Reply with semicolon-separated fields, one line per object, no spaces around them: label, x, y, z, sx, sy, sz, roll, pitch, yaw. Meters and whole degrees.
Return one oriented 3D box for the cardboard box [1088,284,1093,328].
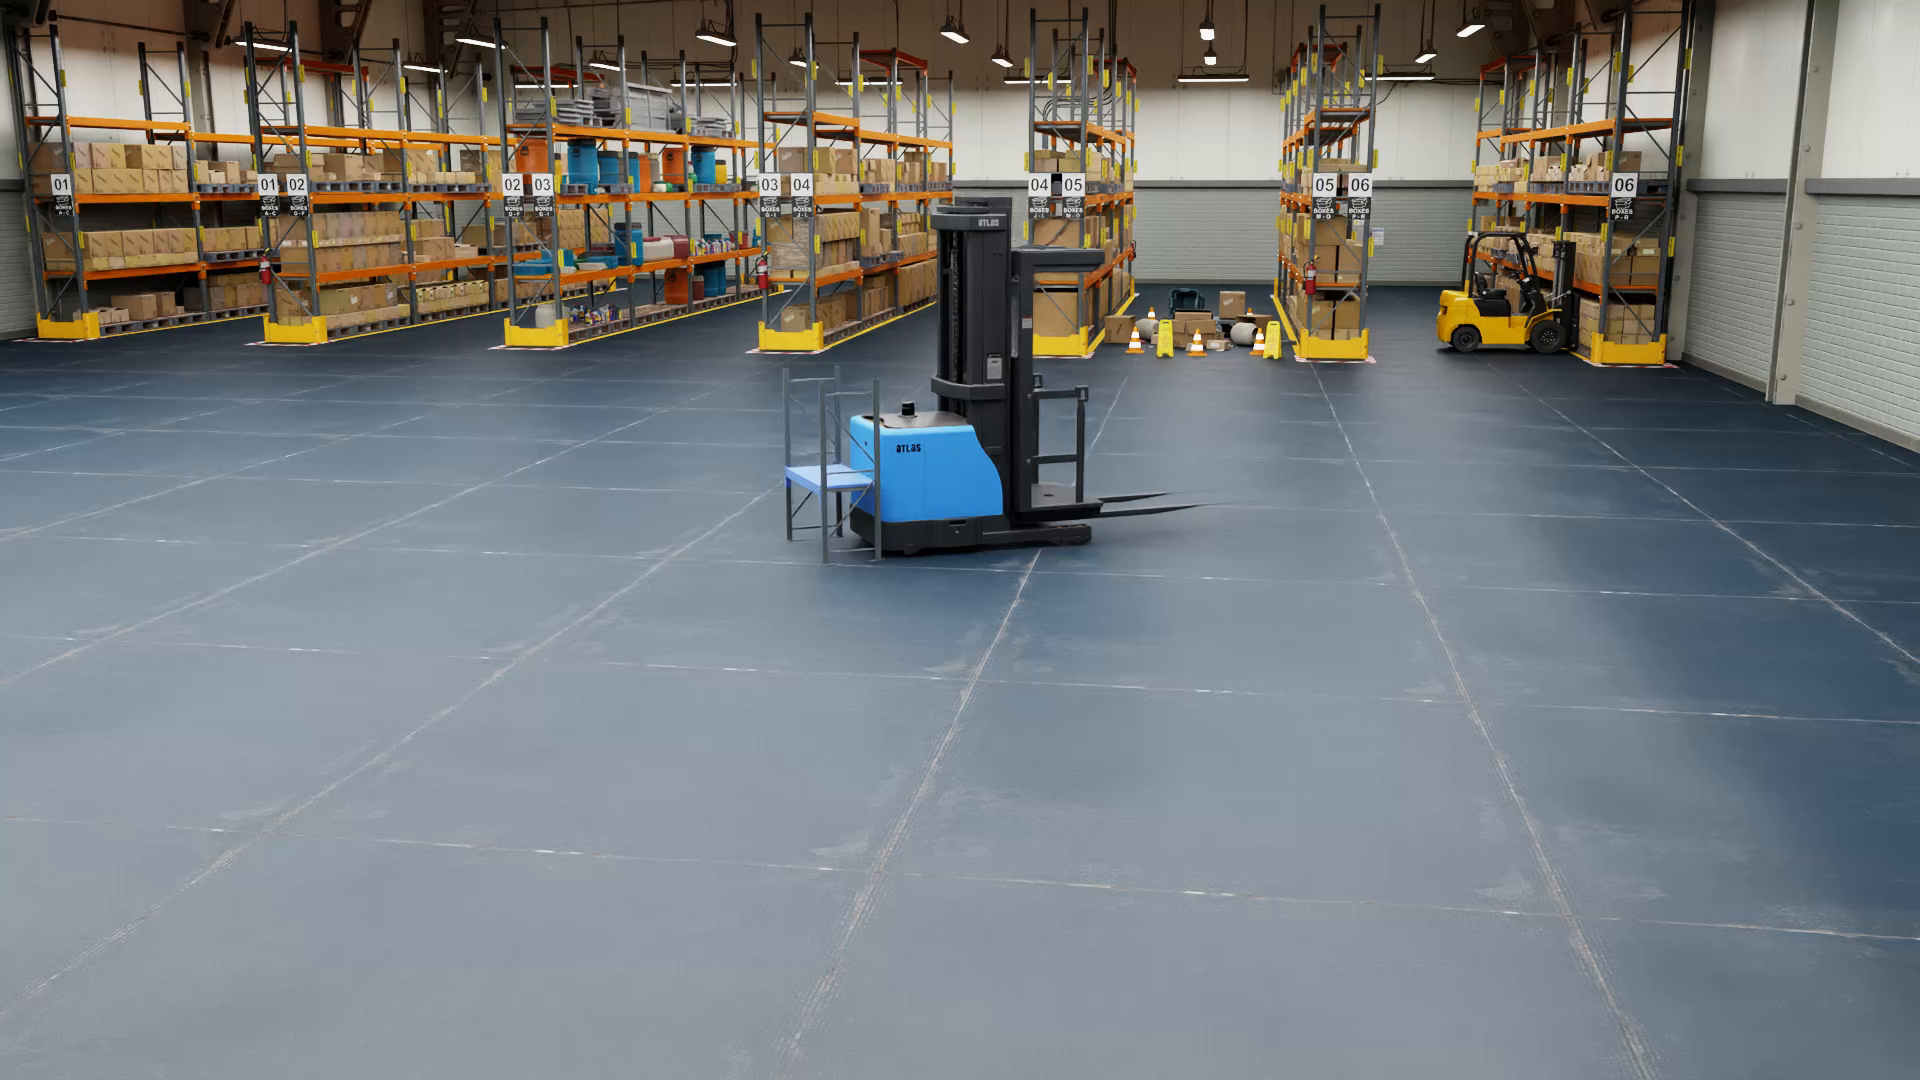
cardboard box;2.171;-4.712;33.284;0.875;0.875;0.875;2;12;10

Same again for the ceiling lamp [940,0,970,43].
ceiling lamp;0.154;-11.524;32.753;0.800;3.185;2.000;2;12;9

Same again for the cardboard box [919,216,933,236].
cardboard box;-0.992;-8.051;42.601;0.500;0.500;0.500;2;12;9

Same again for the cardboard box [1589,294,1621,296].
cardboard box;12.201;-4.510;31.456;0.500;0.250;0.500;2;12;8

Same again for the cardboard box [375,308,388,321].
cardboard box;-12.341;-4.727;34.835;0.500;0.250;0.500;2;12;9

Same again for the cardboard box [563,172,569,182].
cardboard box;-10.711;-9.677;44.327;0.500;0.250;0.500;2;12;9

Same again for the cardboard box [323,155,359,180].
cardboard box;-12.426;-7.470;33.351;0.500;0.500;0.500;2;12;9

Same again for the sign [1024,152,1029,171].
sign;1.188;-6.722;29.531;0.100;0.325;0.005;2;12;9

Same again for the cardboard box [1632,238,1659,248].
cardboard box;11.796;-5.116;28.630;0.380;0.149;0.250;2;12;8

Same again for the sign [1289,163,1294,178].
sign;7.312;-8.145;36.631;0.100;0.325;0.005;2;12;9

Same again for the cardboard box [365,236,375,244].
cardboard box;-12.363;-6.215;34.437;0.380;0.149;0.250;2;12;10

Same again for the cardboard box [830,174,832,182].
cardboard box;-2.659;-6.930;31.821;0.380;0.149;0.250;1;12;6

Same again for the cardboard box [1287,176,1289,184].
cardboard box;7.934;-8.505;39.276;0.380;0.166;0.250;1;12;5

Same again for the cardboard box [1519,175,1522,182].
cardboard box;12.804;-8.144;37.451;0.380;0.149;0.250;2;12;10

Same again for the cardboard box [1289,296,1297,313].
cardboard box;7.762;-5.171;36.606;0.950;0.372;0.625;1;12;5

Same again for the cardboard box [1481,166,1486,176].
cardboard box;13.517;-9.361;42.152;0.500;0.250;0.500;2;12;8

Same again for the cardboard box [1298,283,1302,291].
cardboard box;6.808;-4.941;32.511;0.380;0.149;0.250;2;12;9

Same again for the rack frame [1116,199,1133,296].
rack frame;4.182;-8.172;45.292;1.000;3.000;0.127;2;12;9

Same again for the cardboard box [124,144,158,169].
cardboard box;-17.185;-8.014;34.783;0.500;0.500;0.500;1;12;7

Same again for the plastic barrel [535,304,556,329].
plastic barrel;-8.032;-4.312;32.290;0.421;0.512;0.421;0;12;0

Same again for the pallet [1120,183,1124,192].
pallet;3.367;-8.589;40.552;1.213;0.211;1.003;2;12;9

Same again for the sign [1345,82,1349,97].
sign;8.396;-9.780;36.107;0.100;0.325;0.005;2;12;9

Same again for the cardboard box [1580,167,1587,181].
cardboard box;11.621;-6.730;30.567;0.396;0.266;0.258;2;12;7

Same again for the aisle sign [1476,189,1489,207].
aisle sign;13.715;-9.167;43.739;0.394;0.787;0.004;2;12;9

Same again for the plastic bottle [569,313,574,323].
plastic bottle;-7.974;-4.547;34.072;0.097;0.201;0.097;0;12;0

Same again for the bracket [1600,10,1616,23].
bracket;13.039;-10.524;33.422;0.235;0.232;0.430;2;12;9

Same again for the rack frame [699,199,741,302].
rack frame;-6.212;-7.681;43.016;1.000;3.000;0.127;2;12;9

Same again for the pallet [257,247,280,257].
pallet;-16.621;-6.924;39.958;1.213;0.211;1.003;2;12;9

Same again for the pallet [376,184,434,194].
pallet;-12.214;-7.734;36.595;0.805;0.209;1.217;1;12;6

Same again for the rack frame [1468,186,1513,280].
rack frame;13.994;-7.872;43.903;1.000;3.000;0.127;2;12;9

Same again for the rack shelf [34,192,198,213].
rack shelf;-17.539;-7.035;34.606;1.077;0.370;4.000;2;12;9

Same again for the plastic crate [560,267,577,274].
plastic crate;-7.602;-5.230;32.269;0.298;0.136;0.250;2;12;9

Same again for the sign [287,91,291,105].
sign;-16.079;-10.582;39.831;0.100;0.325;0.005;2;12;9

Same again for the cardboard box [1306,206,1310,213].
cardboard box;8.800;-8.220;41.367;0.380;0.149;0.250;2;12;8

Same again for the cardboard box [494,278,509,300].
cardboard box;-11.294;-6.198;41.021;0.500;0.500;0.500;1;12;7

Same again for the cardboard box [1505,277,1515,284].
cardboard box;12.963;-6.052;38.852;0.380;0.149;0.250;2;12;9

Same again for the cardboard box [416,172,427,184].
cardboard box;-12.150;-8.018;36.817;0.500;0.250;0.500;1;12;3

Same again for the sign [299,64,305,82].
sign;-12.404;-8.792;31.337;0.100;0.325;0.005;2;12;9

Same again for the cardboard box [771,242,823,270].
cardboard box;-3.052;-5.331;31.166;0.875;0.500;0.500;2;12;9

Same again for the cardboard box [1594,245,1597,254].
cardboard box;11.470;-5.146;29.477;0.380;0.149;0.250;2;12;8

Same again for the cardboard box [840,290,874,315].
cardboard box;-2.255;-5.191;36.349;0.700;0.500;0.500;1;12;4

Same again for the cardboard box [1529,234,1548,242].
cardboard box;12.384;-6.461;35.575;0.380;0.149;0.250;2;12;10

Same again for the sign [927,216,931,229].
sign;-0.780;-8.033;42.086;0.100;0.325;0.005;2;12;9

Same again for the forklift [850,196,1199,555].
forklift;0.607;-1.480;14.404;3.031;2.935;1.130;-4;13;-20

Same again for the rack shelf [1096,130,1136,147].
rack shelf;3.875;-10.335;42.804;1.077;0.370;4.000;2;12;9

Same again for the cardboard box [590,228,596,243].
cardboard box;-10.449;-8.410;46.161;0.500;0.500;0.500;2;12;9

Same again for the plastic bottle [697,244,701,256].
plastic bottle;-6.305;-6.994;40.104;0.061;0.283;0.133;2;12;9

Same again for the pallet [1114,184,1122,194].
pallet;2.906;-7.745;36.639;1.213;0.211;1.003;2;12;11

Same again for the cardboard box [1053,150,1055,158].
cardboard box;1.518;-7.015;30.274;0.380;0.149;0.250;2;12;10

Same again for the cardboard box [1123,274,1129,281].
cardboard box;4.253;-6.938;43.924;0.380;0.149;0.250;2;12;11

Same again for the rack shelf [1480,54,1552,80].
rack shelf;13.687;-11.662;41.065;1.077;0.370;4.000;2;12;9

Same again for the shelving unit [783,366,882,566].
shelving unit;-1.078;-0.644;13.920;0.538;1.500;1.048;-5;13;-22
